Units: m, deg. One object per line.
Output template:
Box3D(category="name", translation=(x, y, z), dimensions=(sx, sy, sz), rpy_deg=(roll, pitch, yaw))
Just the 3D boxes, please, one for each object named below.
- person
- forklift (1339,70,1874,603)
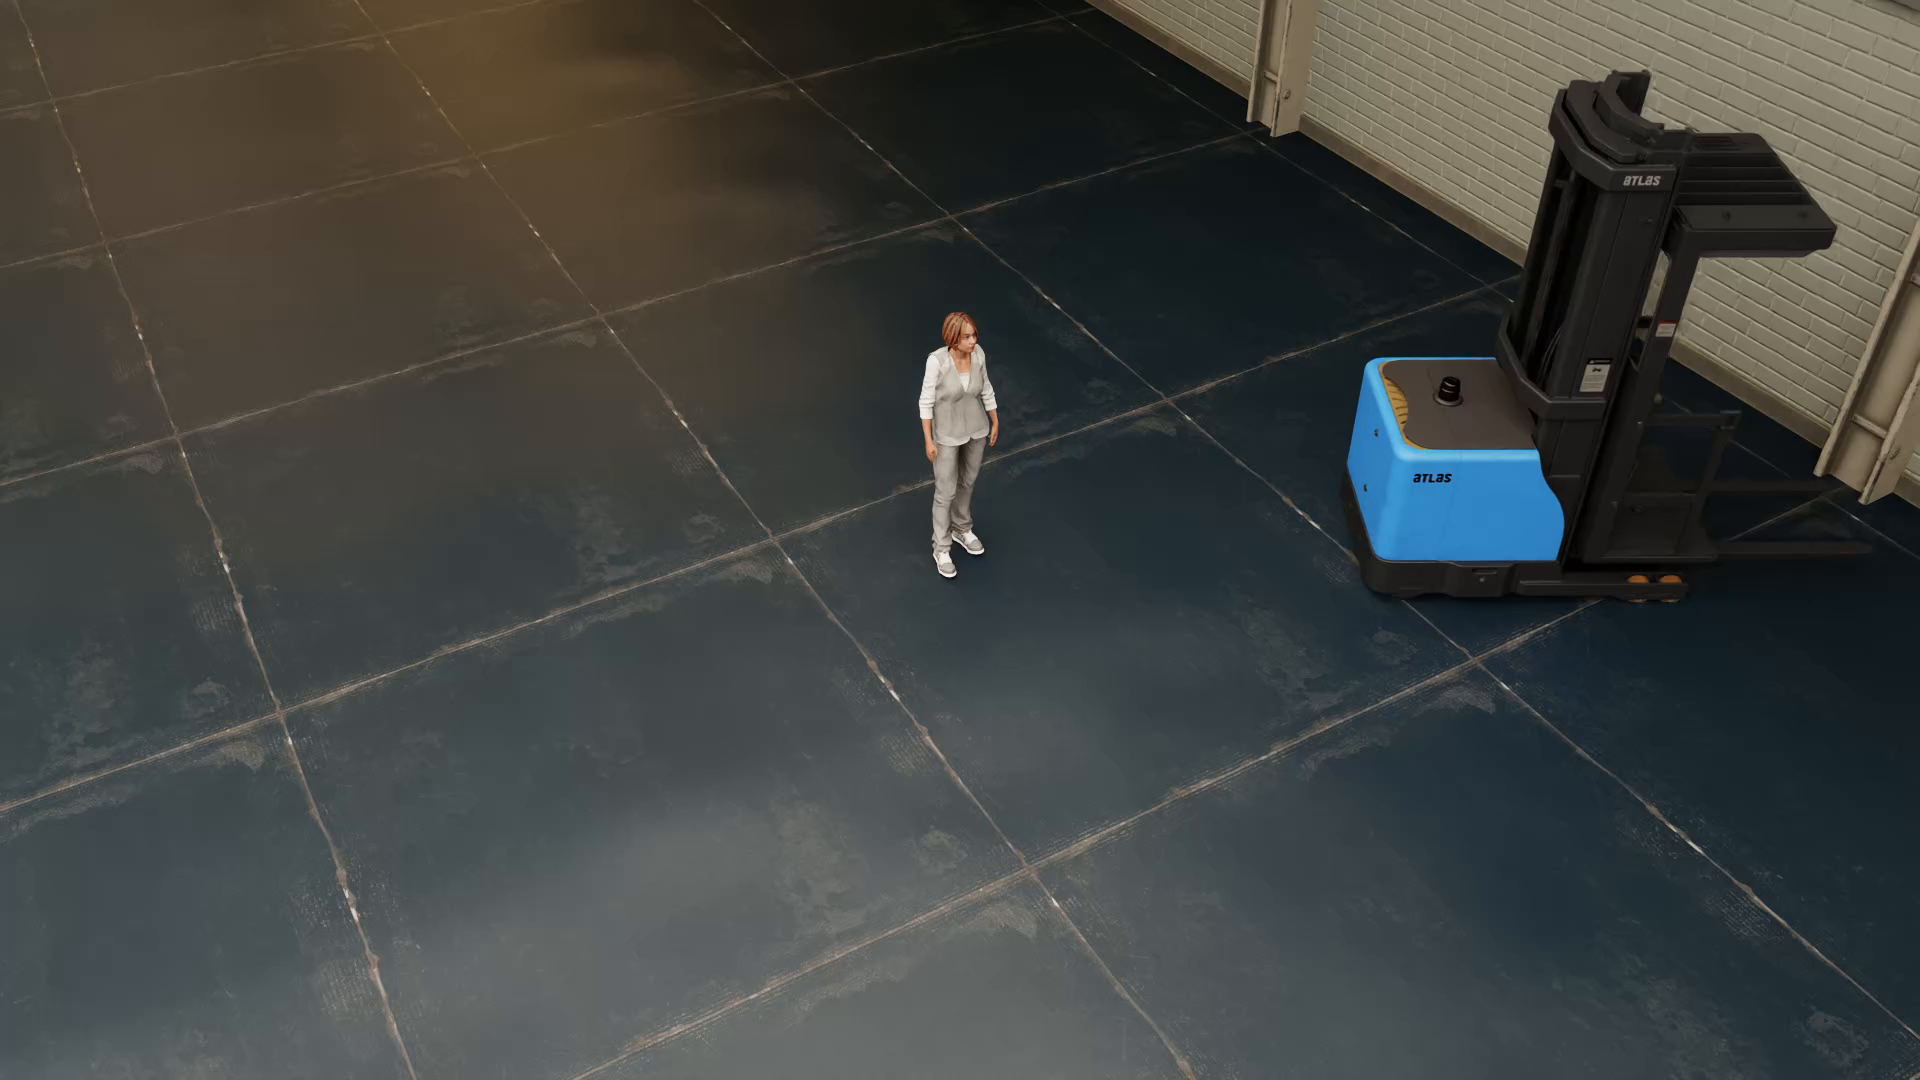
Box3D(category="person", translation=(0.026, -0.574, 9.763), dimensions=(0.521, 1.599, 0.473), rpy_deg=(-20, 44, -23))
Box3D(category="forklift", translation=(3.928, -1.097, 9.359), dimensions=(3.031, 2.935, 1.130), rpy_deg=(0, 40, 0))
